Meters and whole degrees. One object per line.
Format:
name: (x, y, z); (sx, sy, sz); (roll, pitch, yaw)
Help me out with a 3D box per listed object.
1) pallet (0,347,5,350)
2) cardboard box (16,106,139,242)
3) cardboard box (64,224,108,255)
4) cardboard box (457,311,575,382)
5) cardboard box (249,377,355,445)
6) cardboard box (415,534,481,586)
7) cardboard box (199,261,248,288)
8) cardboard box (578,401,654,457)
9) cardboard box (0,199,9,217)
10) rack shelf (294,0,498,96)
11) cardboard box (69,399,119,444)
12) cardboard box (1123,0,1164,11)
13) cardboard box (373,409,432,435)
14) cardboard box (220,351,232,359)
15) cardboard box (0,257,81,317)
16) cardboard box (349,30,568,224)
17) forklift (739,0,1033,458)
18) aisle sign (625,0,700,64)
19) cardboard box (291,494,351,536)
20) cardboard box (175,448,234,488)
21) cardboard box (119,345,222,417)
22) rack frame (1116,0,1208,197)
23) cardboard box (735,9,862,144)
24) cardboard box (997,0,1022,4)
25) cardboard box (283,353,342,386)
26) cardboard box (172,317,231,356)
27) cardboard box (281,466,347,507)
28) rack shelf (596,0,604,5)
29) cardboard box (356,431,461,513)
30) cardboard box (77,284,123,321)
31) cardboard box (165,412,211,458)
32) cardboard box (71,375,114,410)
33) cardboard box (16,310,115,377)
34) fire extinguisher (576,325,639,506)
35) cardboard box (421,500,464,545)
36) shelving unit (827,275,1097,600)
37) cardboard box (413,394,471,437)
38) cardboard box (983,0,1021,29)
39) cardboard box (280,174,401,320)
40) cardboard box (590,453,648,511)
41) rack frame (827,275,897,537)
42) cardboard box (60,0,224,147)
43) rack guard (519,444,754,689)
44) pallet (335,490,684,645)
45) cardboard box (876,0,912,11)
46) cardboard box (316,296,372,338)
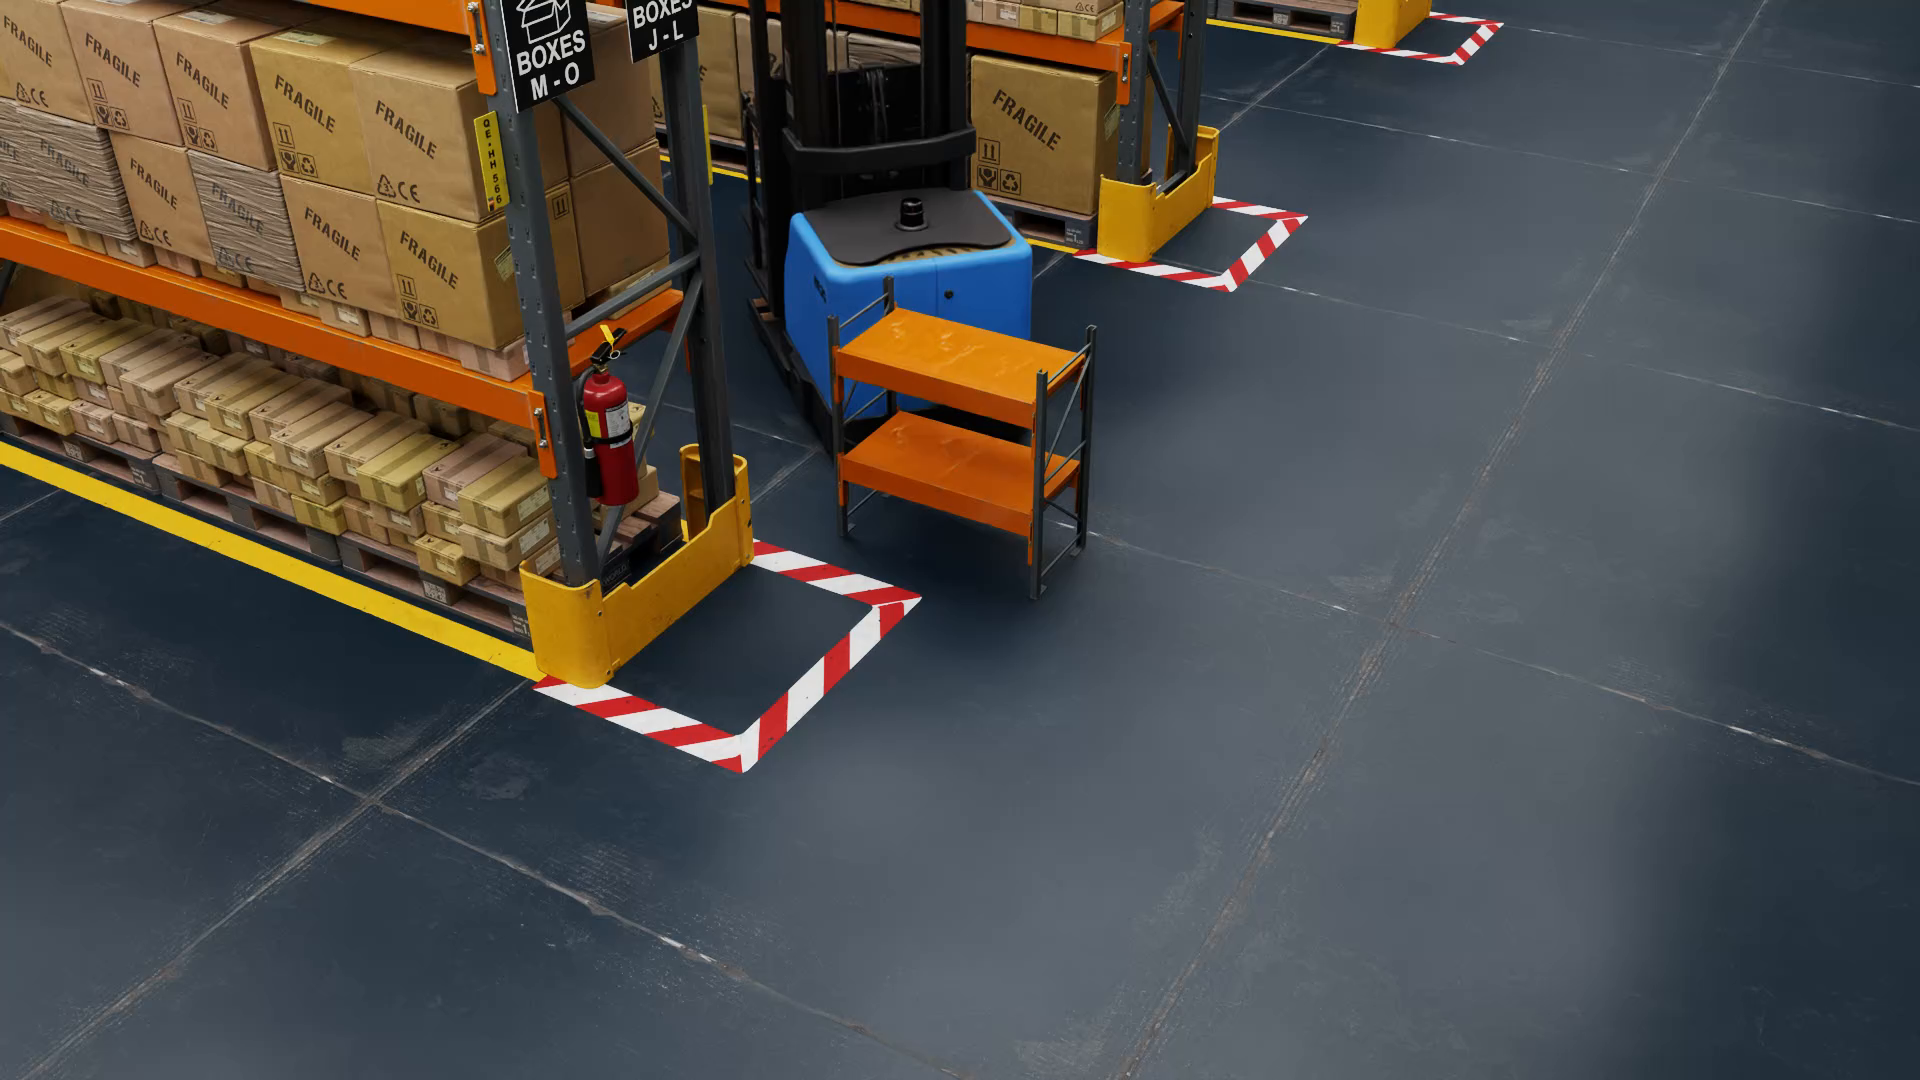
pallet: (-5.442, -1.083, 9.185); (1.213, 0.211, 1.003); (18, 37, 24)
cardboard box: (-3.608, -1.649, 7.162); (0.500, 0.500, 0.500); (17, 37, 23)
cardboard box: (-3.744, -1.428, 7.415); (0.250, 0.149, 0.380); (18, 38, 25)
cardboard box: (-1.716, -0.779, 6.440); (0.250, 0.149, 0.380); (18, 38, 24)
cardboard box: (-2.984, -0.571, 7.557); (0.250, 0.149, 0.380); (16, 37, 23)
cardboard box: (-2.127, 0.016, 7.214); (0.250, 0.149, 0.380); (19, 38, 26)
cardboard box: (-3.029, -1.241, 7.133); (0.250, 0.149, 0.380); (18, 38, 25)
cardboard box: (-1.579, -0.473, 7.411); (0.250, 0.149, 0.380); (16, 37, 22)
cardboard box: (-4.421, -1.655, 7.755); (0.250, 0.149, 0.380); (19, 38, 26)
rack shelf: (-3.029, -2.429, 6.634); (4.000, 0.370, 1.077); (18, 37, 24)
cardboard box: (-4.136, -0.647, 8.208); (0.250, 0.149, 0.380); (17, 37, 24)
cardboard box: (1.112, -3.441, 10.437); (0.250, 0.149, 0.380); (18, 38, 25)
cardboard box: (-2.533, -0.587, 7.850); (0.250, 0.149, 0.380); (16, 37, 22)
cardboard box: (-3.452, -0.898, 8.317); (0.250, 0.149, 0.380); (19, 38, 26)
cardboard box: (-5.276, -1.495, 9.165); (0.500, 0.500, 0.500); (19, 38, 26)
cardboard box: (-1.813, -1.518, 6.062); (0.500, 0.500, 0.500); (17, 37, 23)
forklift: (-0.587, -2.410, 8.725); (1.130, 2.935, 3.031); (-11, 35, -15)
aisle sign: (-1.081, -2.136, 5.906); (0.004, 0.787, 0.394); (18, 37, 24)
cardboard box: (-2.787, -0.200, 7.537); (0.250, 0.149, 0.380); (16, 37, 22)
cardboard box: (-3.462, -0.426, 7.877); (0.250, 0.149, 0.380); (17, 37, 23)
cardboard box: (-3.697, -0.751, 7.828); (0.250, 0.149, 0.380); (18, 38, 25)
rack frame: (1.256, -3.289, 9.983); (0.127, 3.000, 1.000); (18, 37, 24)
cardboard box: (-0.902, -3.212, 11.405); (0.875, 0.875, 0.875); (18, 37, 24)
cardboard box: (0.264, -3.496, 10.160); (0.500, 0.250, 0.500); (17, 37, 24)
cardboard box: (-2.997, -0.849, 7.975); (0.250, 0.149, 0.380); (18, 38, 25)
cardboard box: (-3.680, -1.068, 8.304); (0.250, 0.149, 0.380); (19, 38, 26)
cardboard box: (-2.801, -0.328, 7.461); (0.250, 0.149, 0.380); (18, 38, 25)
rack shelf: (-3.953, -4.640, 12.660); (4.000, 0.370, 1.077); (18, 37, 24)
cardboard box: (-2.356, -0.296, 7.145); (0.250, 0.149, 0.380); (17, 37, 23)
cardboard box: (-4.328, -1.293, 8.642); (0.250, 0.149, 0.380); (19, 38, 26)
cardboard box: (-3.468, -0.550, 7.794); (0.250, 0.149, 0.380); (17, 37, 24)
cardboard box: (-4.116, -0.812, 8.188); (0.250, 0.149, 0.380); (17, 37, 24)
cardboard box: (-4.360, -0.967, 8.152); (0.250, 0.149, 0.380); (20, 38, 27)
fire extinguisher: (-1.303, -0.451, 6.127); (0.183, 0.674, 0.296); (18, 37, 24)
cardboard box: (-2.093, -0.147, 7.190); (0.250, 0.149, 0.380); (17, 37, 23)
shelving unit: (0.006, -0.466, 7.435); (1.048, 1.125, 0.538); (18, 37, 24)
cardboard box: (-2.290, -0.650, 7.677); (0.250, 0.149, 0.380); (16, 37, 22)
cardboard box: (0.338, -3.264, 10.173); (0.250, 0.149, 0.380); (18, 38, 25)
cardboard box: (-2.255, -1.239, 6.546); (0.500, 0.500, 0.500); (17, 37, 24)
cardboard box: (-1.620, -0.309, 7.433); (0.250, 0.149, 0.380); (19, 38, 26)
rack frame: (-0.435, -0.606, 7.645); (0.032, 1.125, 0.500); (18, 37, 24)
cardboard box: (-3.170, -1.940, 6.696); (0.500, 0.500, 0.500); (16, 37, 23)
rack guard: (-1.359, 0.090, 7.164); (0.348, 0.500, 1.175); (18, 37, 24)
pallet: (-2.047, -0.031, 7.605); (1.213, 0.211, 1.003); (18, 37, 24)
cardboard box: (-0.329, -3.475, 10.489); (0.250, 0.149, 0.380); (18, 38, 25)
cardboard box: (-2.372, -0.986, 6.751); (0.250, 0.149, 0.380); (19, 38, 26)
